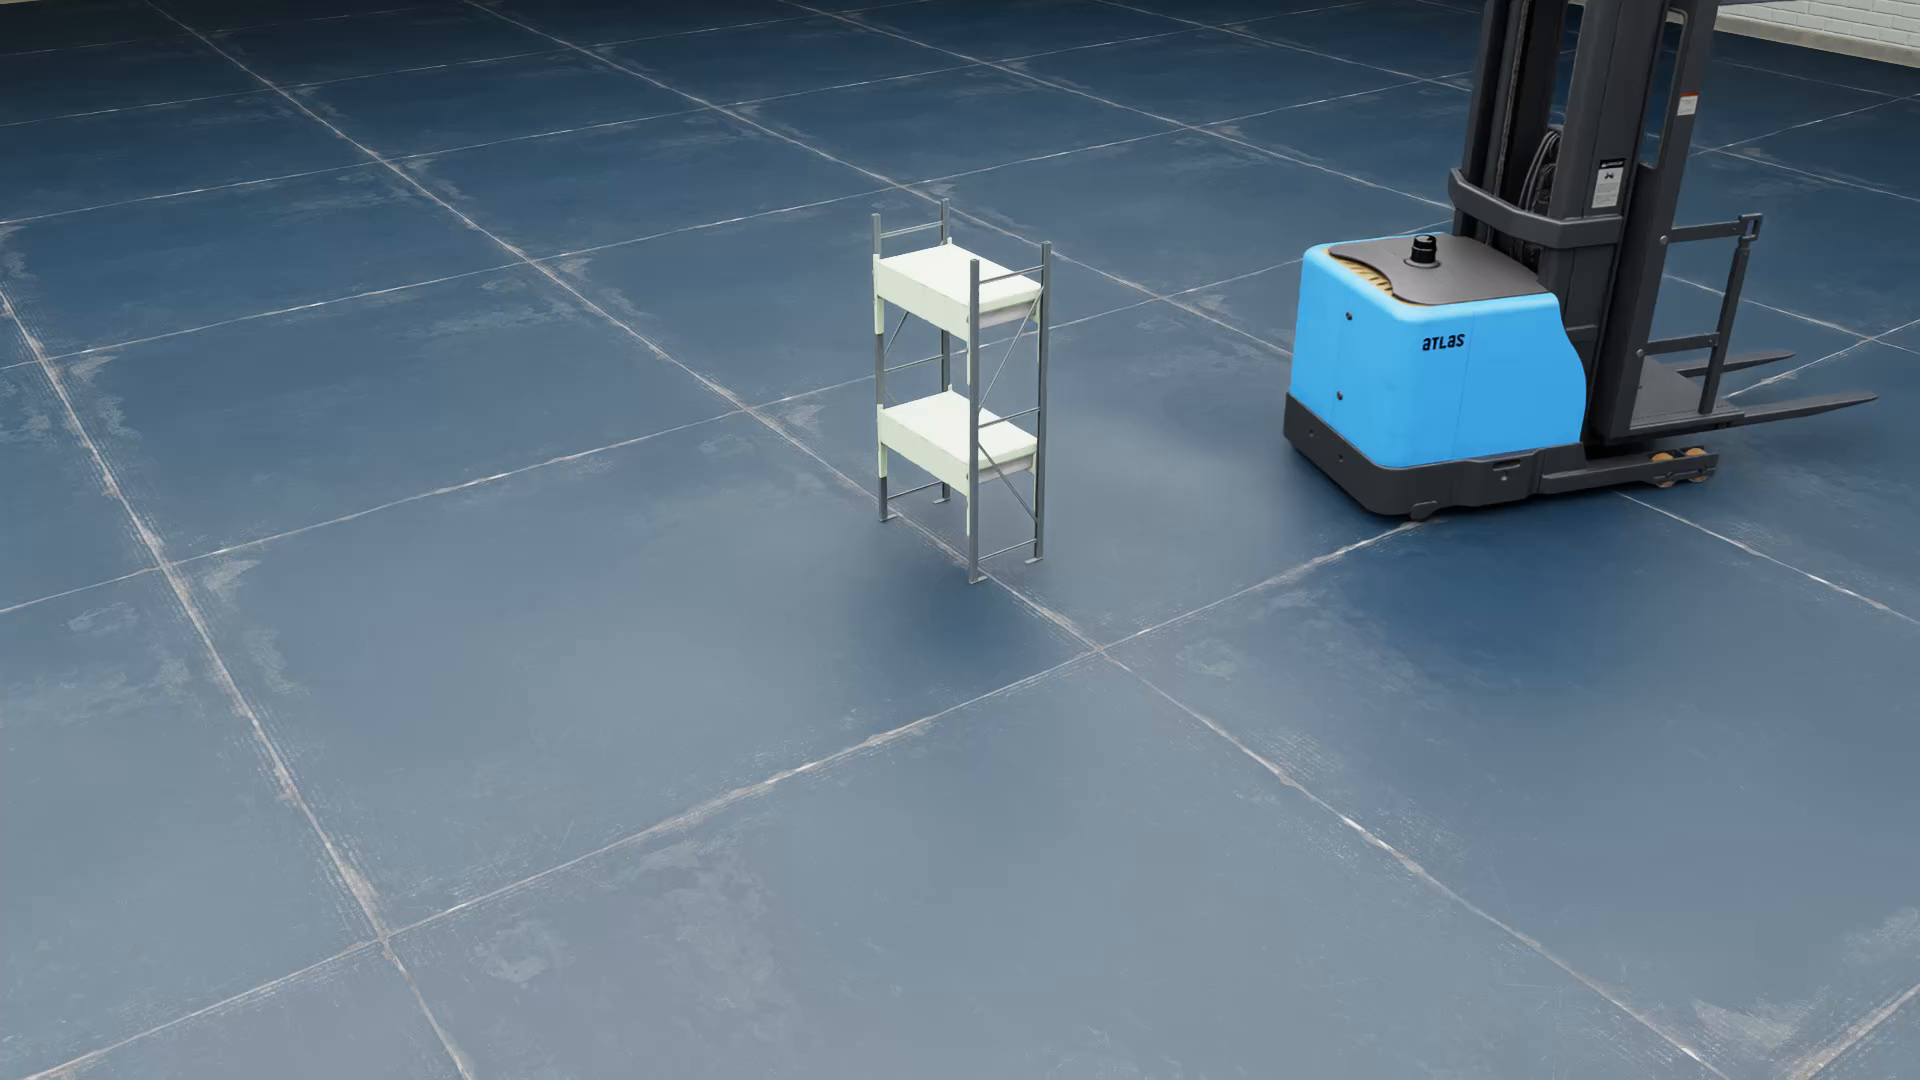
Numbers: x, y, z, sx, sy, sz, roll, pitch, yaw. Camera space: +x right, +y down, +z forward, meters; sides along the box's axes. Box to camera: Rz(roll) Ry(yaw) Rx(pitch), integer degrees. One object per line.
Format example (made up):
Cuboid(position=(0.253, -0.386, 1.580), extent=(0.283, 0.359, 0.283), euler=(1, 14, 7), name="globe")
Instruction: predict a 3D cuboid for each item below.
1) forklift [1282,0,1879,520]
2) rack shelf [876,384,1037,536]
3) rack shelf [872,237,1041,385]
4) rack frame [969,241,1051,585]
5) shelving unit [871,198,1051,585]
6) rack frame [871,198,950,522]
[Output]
Cuboid(position=(3.246, -1.780, 7.956), extent=(3.031, 2.935, 1.130), euler=(-8, 30, -15), name="forklift")
Cuboid(position=(-0.004, -0.375, 7.552), extent=(0.431, 0.370, 0.720), euler=(-19, 34, -31), name="rack shelf")
Cuboid(position=(-0.004, -1.005, 7.211), extent=(0.431, 0.370, 0.720), euler=(-19, 34, -31), name="rack shelf")
Cuboid(position=(0.208, -0.519, 7.135), extent=(0.400, 1.500, 0.023), euler=(-19, 34, -31), name="rack frame")
Cuboid(position=(-0.004, -0.662, 7.397), extent=(0.431, 1.500, 0.755), euler=(-19, 34, -31), name="shelving unit")
Cuboid(position=(-0.216, -0.804, 7.659), extent=(0.400, 1.500, 0.023), euler=(-19, 34, -31), name="rack frame")
